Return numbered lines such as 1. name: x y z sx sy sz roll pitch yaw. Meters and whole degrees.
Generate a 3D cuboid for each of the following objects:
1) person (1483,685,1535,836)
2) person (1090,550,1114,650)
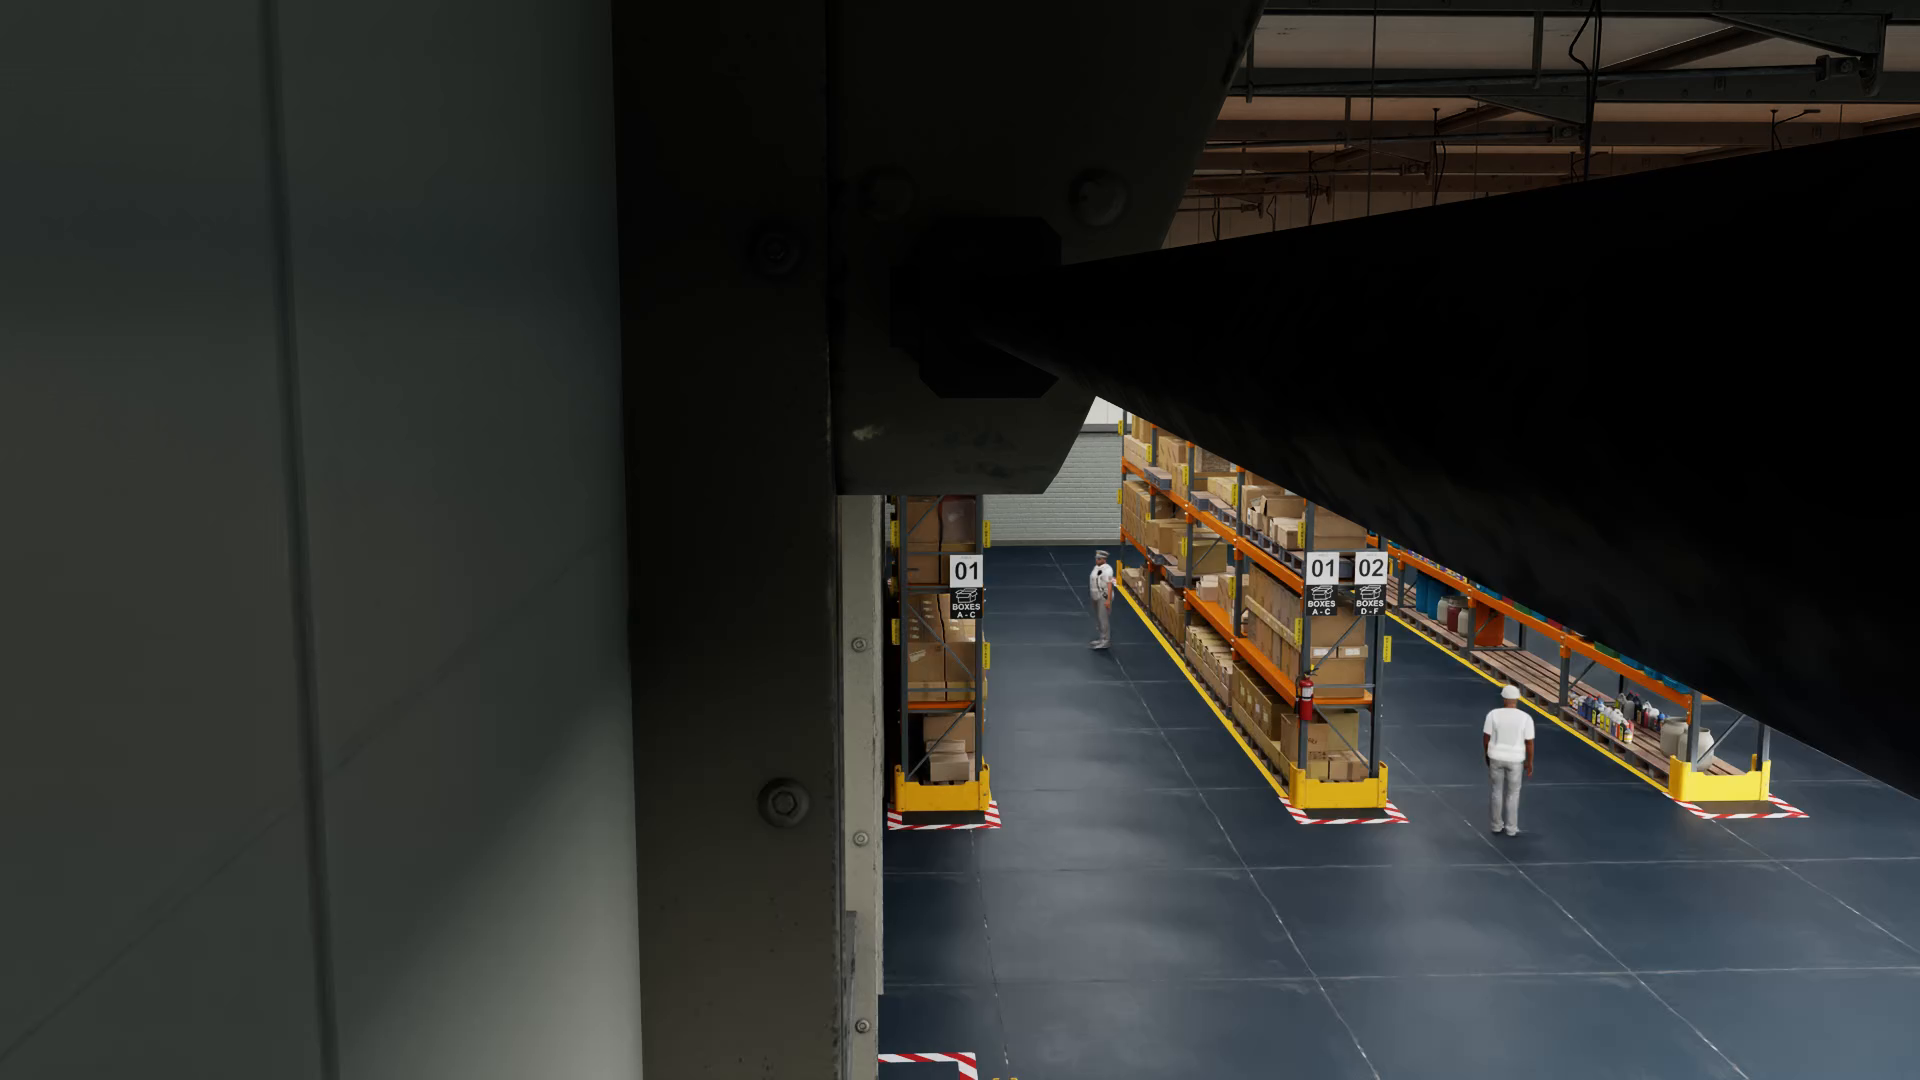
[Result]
1. person: 6.448 2.577 19.556 0.574 1.776 0.425 4 9 24
2. person: 2.531 1.052 29.895 0.415 1.767 0.619 -3 9 -21
